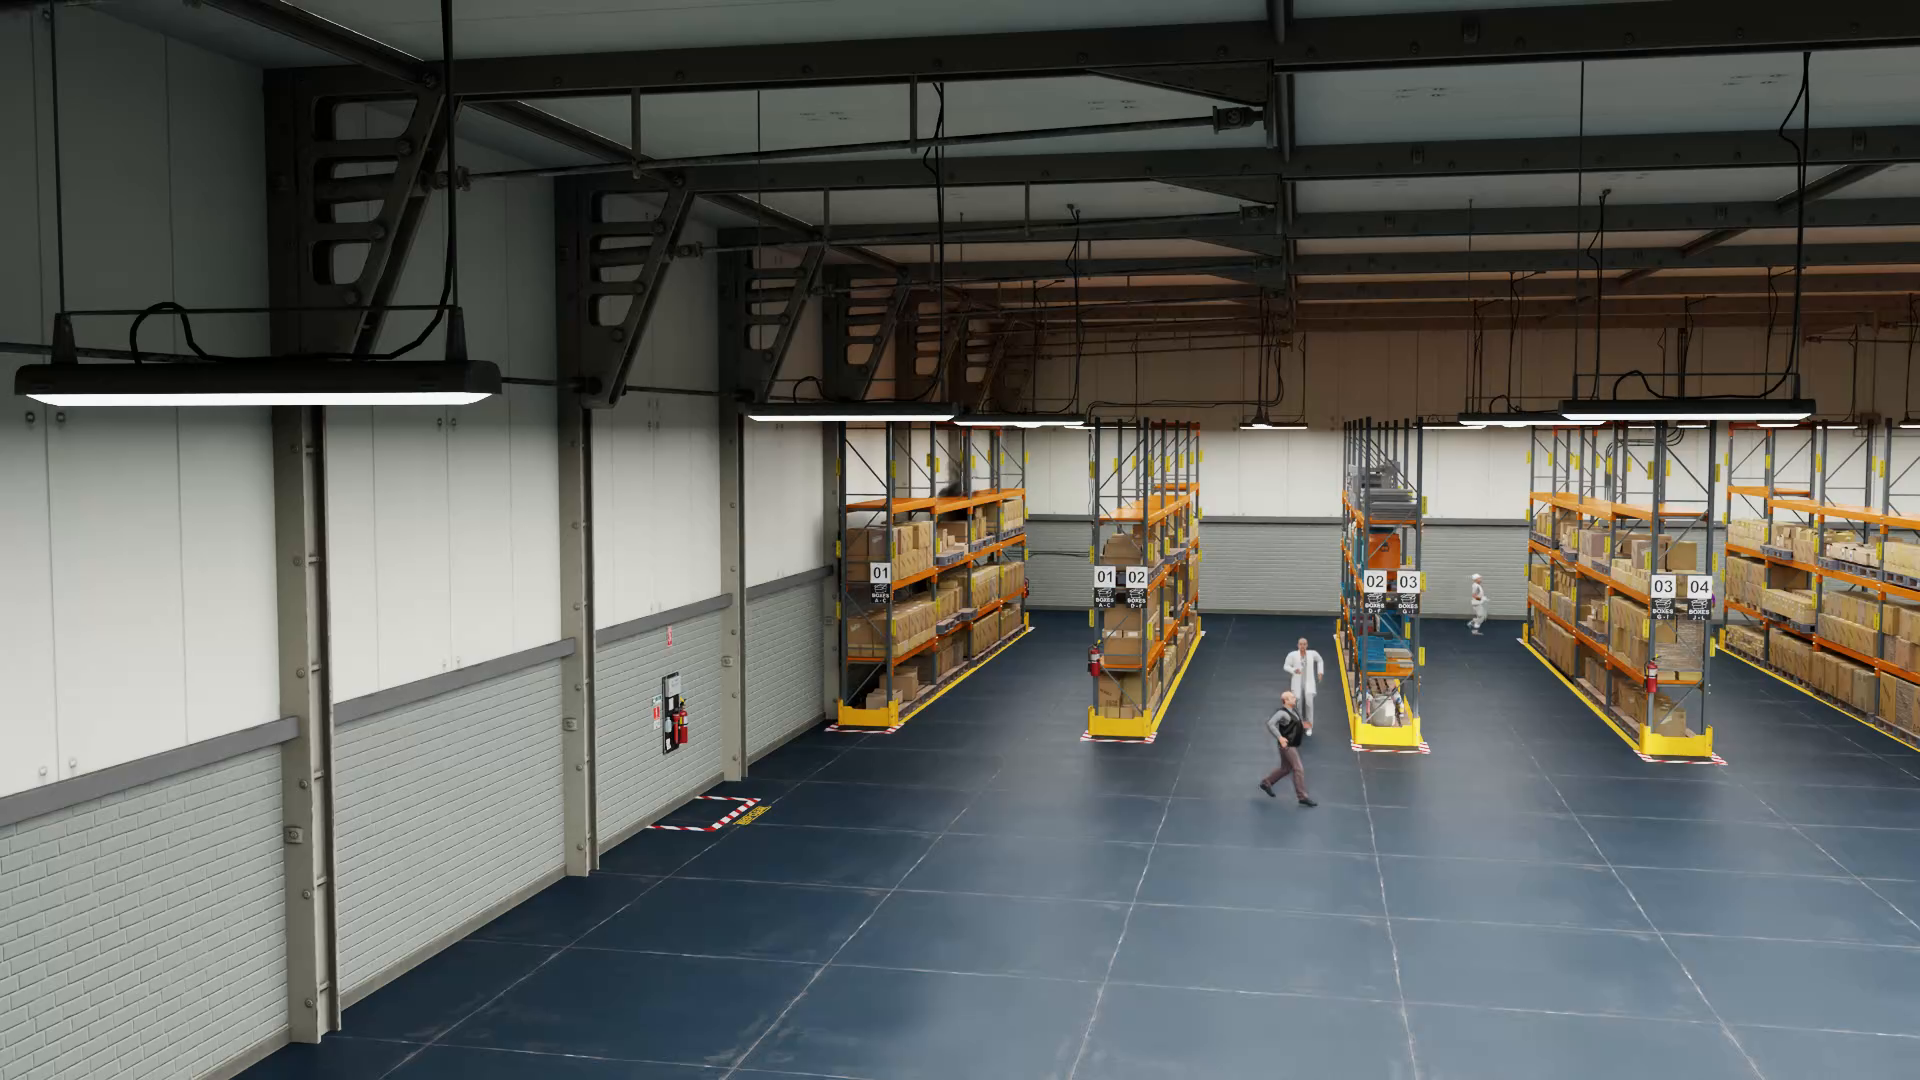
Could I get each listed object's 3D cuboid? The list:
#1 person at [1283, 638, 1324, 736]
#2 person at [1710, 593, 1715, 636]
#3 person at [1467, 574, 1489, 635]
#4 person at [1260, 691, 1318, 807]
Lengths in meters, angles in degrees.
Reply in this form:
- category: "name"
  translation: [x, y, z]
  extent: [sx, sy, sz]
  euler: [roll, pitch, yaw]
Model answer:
- category: "person"
  translation: [6.533, 2.780, 31.640]
  extent: [0.752, 1.852, 0.825]
  euler: [1, 4, 10]
- category: "person"
  translation: [20.137, 1.955, 44.976]
  extent: [0.610, 1.724, 0.760]
  euler: [-1, 4, -12]
- category: "person"
  translation: [14.578, 1.817, 46.753]
  extent: [0.603, 1.740, 0.649]
  euler: [1, 4, 20]
- category: "person"
  translation: [5.047, 3.179, 25.519]
  extent: [0.956, 1.719, 0.650]
  euler: [2, 4, 26]
